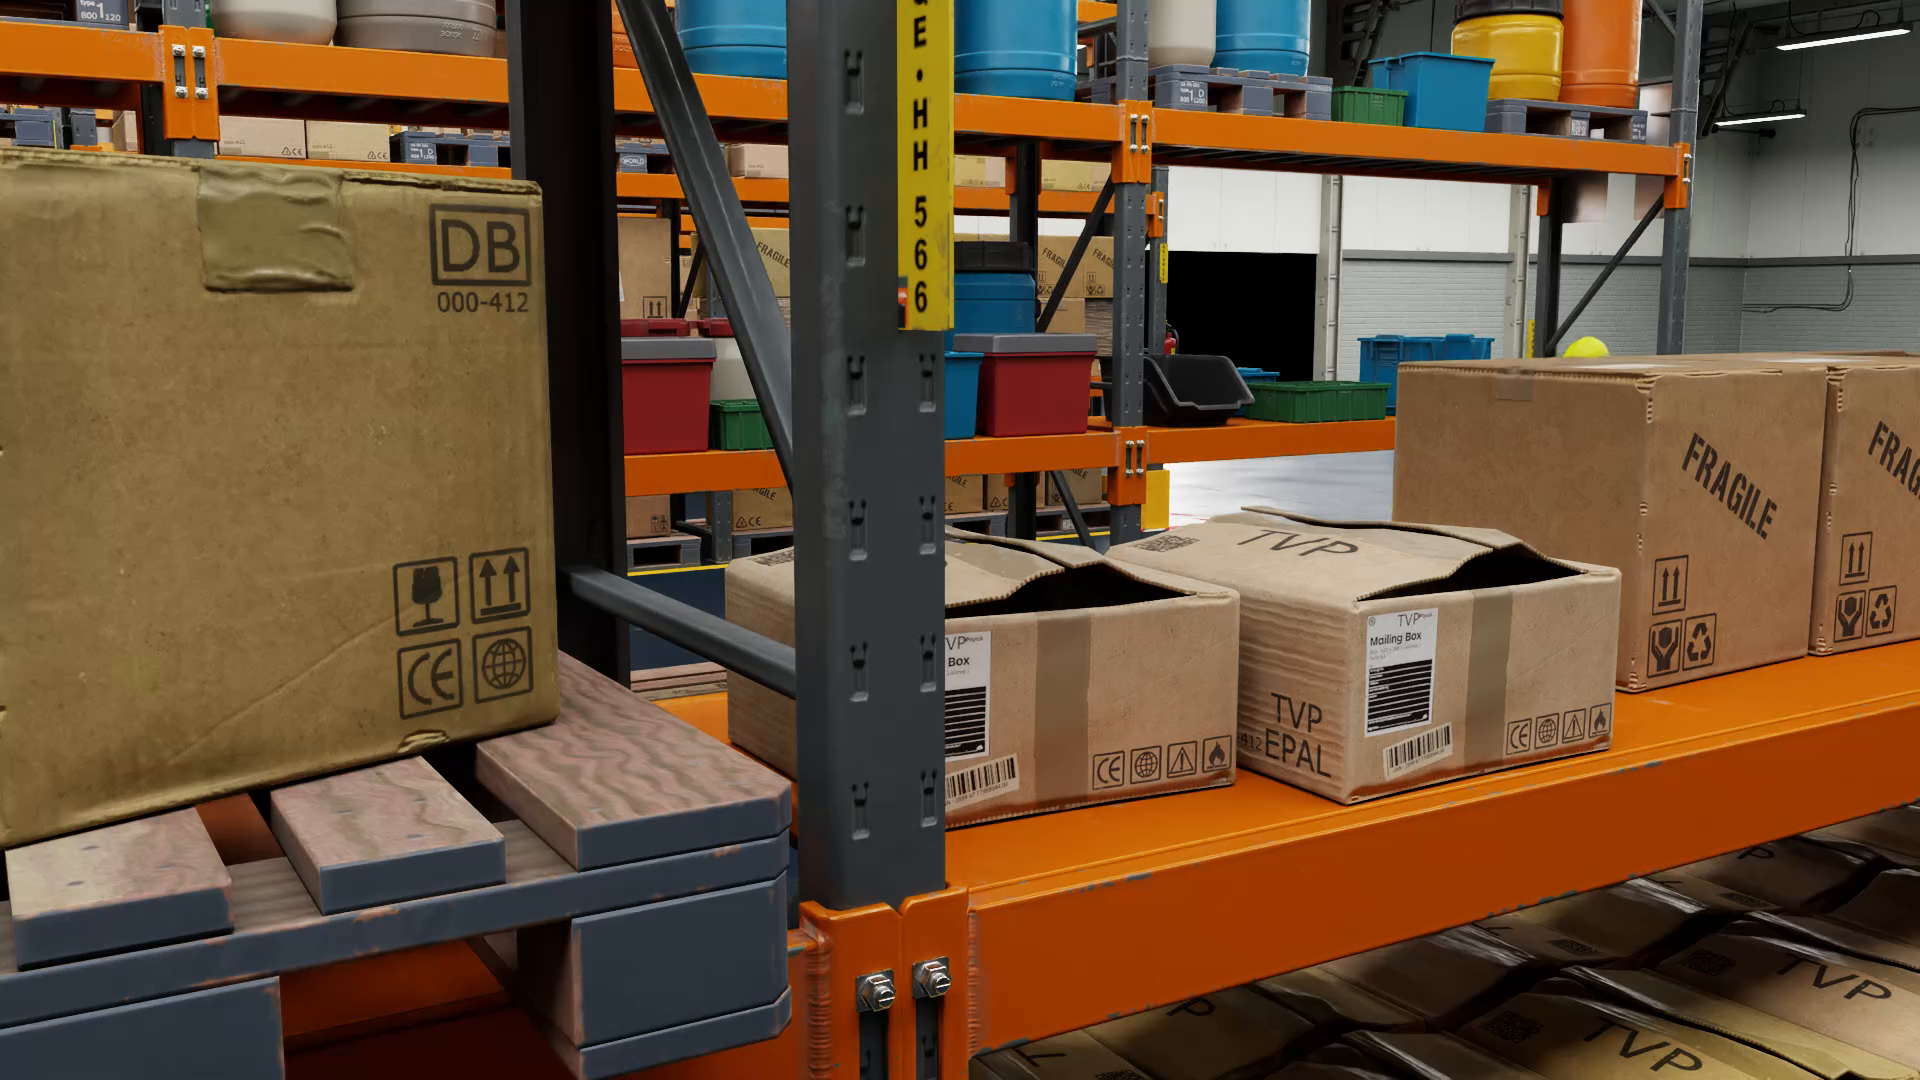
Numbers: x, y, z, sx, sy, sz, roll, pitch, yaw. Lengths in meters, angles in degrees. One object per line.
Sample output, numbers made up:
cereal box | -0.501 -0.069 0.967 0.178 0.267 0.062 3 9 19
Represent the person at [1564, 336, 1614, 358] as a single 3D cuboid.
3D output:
person | 2.936 -0.087 7.842 0.992 1.733 0.551 -5 10 -34
